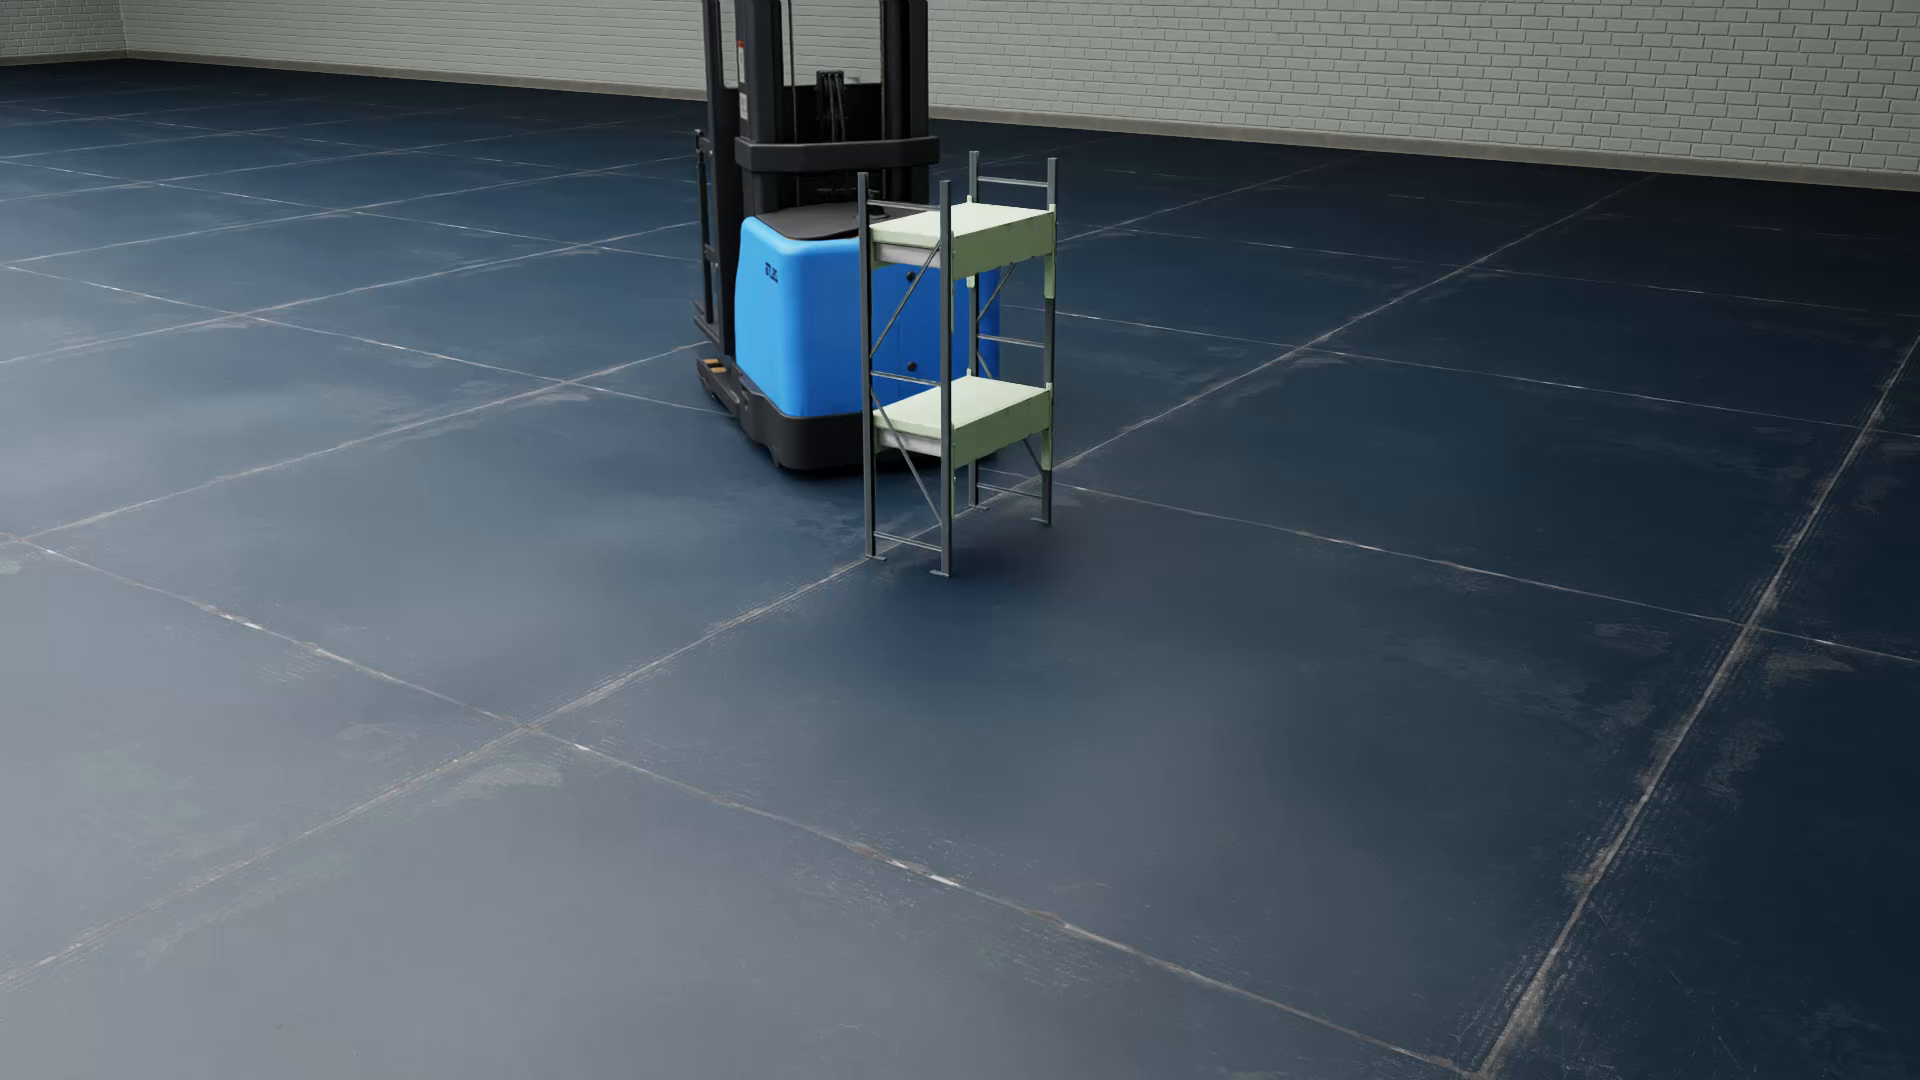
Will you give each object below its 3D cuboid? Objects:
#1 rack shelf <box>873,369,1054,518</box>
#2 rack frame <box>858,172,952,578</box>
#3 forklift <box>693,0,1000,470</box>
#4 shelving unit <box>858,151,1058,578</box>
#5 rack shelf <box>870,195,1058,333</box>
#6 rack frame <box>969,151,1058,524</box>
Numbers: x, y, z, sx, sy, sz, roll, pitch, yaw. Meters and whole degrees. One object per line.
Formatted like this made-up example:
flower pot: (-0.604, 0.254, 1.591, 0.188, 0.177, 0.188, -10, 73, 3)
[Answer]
rack shelf: (0.004, -0.400, 6.623, 0.431, 0.370, 0.720, 13, 24, 32)
rack frame: (-0.202, -0.600, 6.226, 0.400, 1.500, 0.023, 13, 24, 32)
forklift: (-0.778, -2.164, 8.391, 1.130, 2.935, 3.031, -7, 21, -18)
shelving unit: (0.004, -0.705, 6.510, 0.431, 1.500, 0.755, 13, 24, 32)
rack shelf: (0.004, -1.071, 6.375, 0.431, 0.370, 0.720, 13, 24, 32)
rack frame: (0.209, -0.810, 6.794, 0.400, 1.500, 0.023, 13, 24, 32)
